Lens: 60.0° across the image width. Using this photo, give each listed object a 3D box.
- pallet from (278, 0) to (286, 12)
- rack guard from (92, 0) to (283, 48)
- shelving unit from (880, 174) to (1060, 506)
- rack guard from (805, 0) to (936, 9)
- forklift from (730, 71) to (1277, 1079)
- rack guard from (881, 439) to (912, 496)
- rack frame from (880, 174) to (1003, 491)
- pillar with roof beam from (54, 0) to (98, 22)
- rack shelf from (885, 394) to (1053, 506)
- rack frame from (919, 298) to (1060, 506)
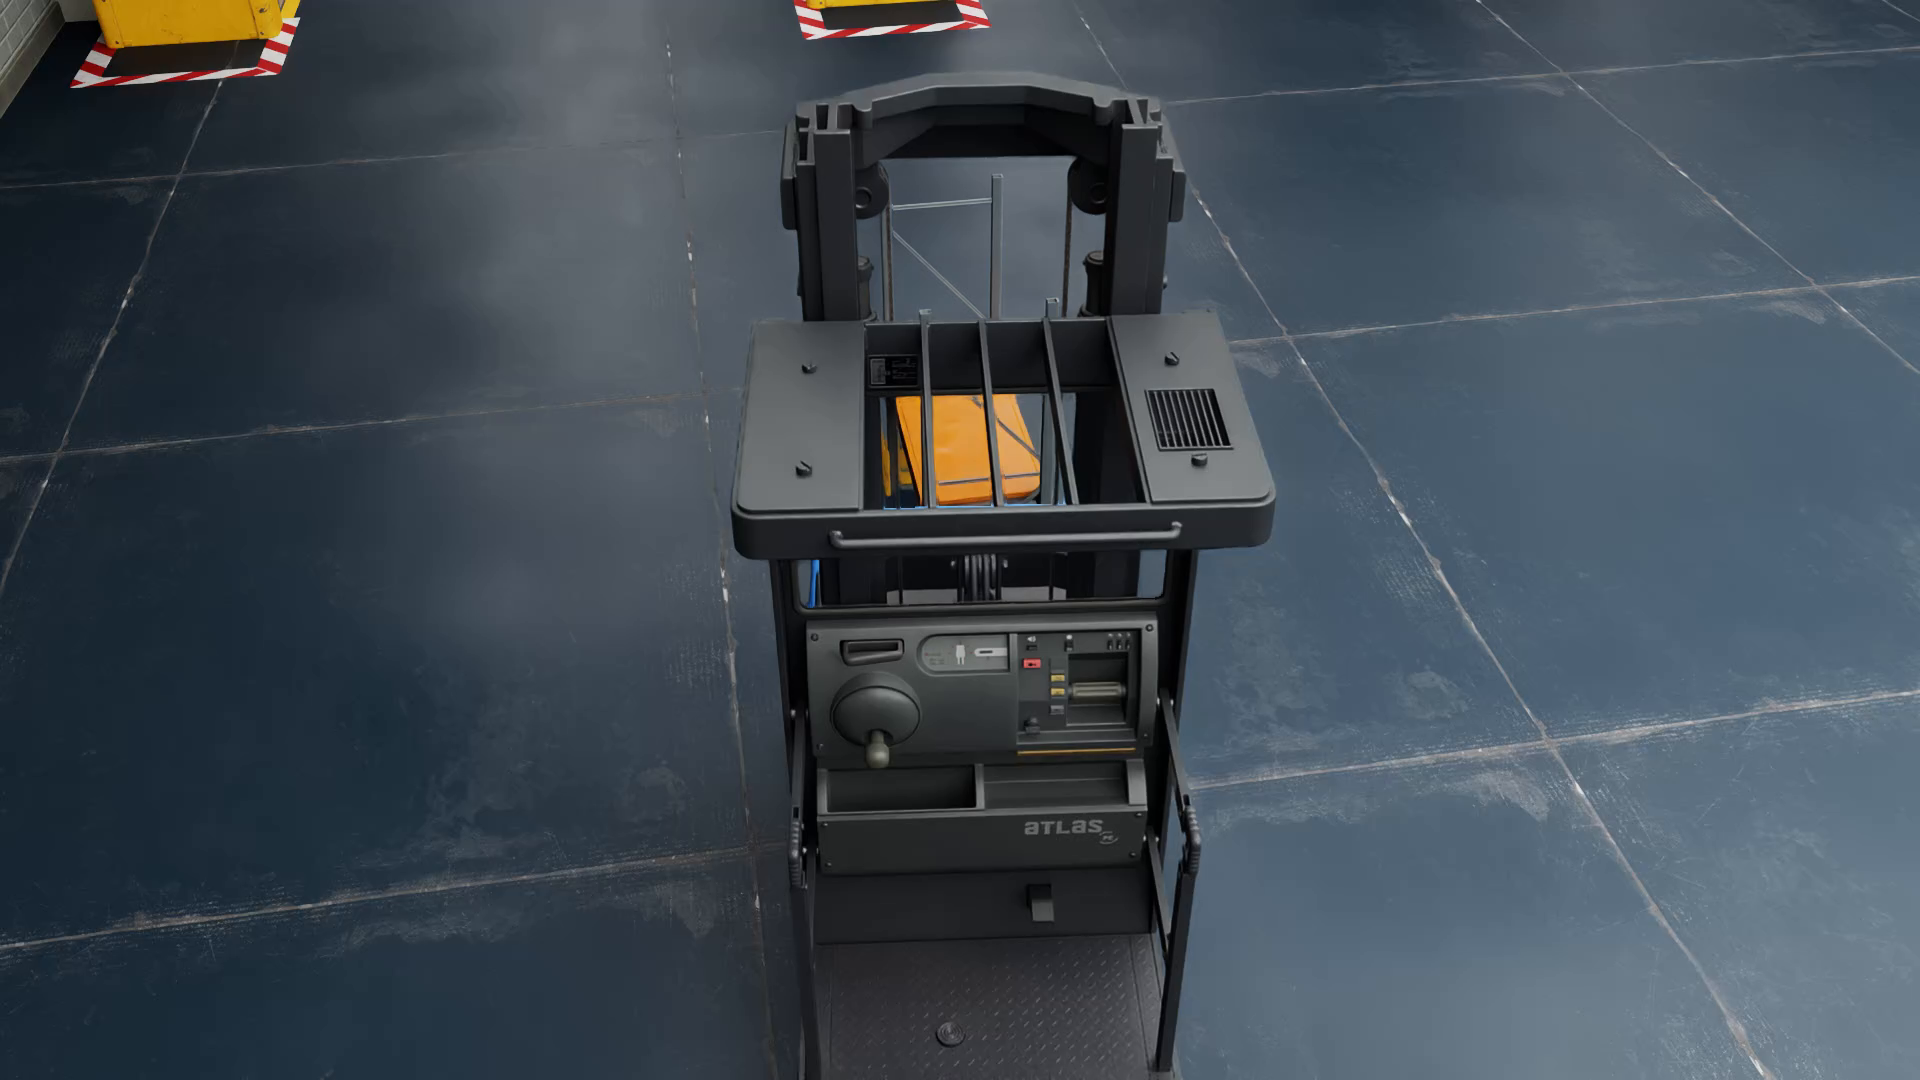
[{"bbox_3d":[-5.579,-4.198,12.482,1.003,0.211,1.213,-6,38,-8],"label":"pallet"},{"bbox_3d":[-5.472,-3.818,11.757,1.175,0.500,0.348,-6,38,-8],"label":"rack guard"},{"bbox_3d":[0.013,-0.546,6.731,0.587,1.500,1.083,-6,38,-8],"label":"shelving unit"},{"bbox_3d":[-0.578,-4.292,12.368,1.175,0.500,0.348,-6,38,-8],"label":"rack guard"},{"bbox_3d":[0.072,0.471,4.254,1.130,2.935,3.031,-2,38,-2],"label":"forklift"},{"bbox_3d":[-0.074,-0.353,7.501,0.587,0.250,0.087,-6,38,-8],"label":"rack guard"},{"bbox_3d":[-0.074,-0.848,7.119,0.500,1.500,0.032,-6,38,-8],"label":"rack frame"},{"bbox_3d":[-2.194,-7.921,10.111,9.100,9.000,0.400,-6,38,-8],"label":"pillar with roof beam"},{"bbox_3d":[0.015,-0.399,6.834,0.538,0.185,1.000,-6,38,-8],"label":"rack shelf"},{"bbox_3d":[0.104,-0.234,6.328,0.500,1.500,0.032,-6,38,-8],"label":"rack frame"}]
